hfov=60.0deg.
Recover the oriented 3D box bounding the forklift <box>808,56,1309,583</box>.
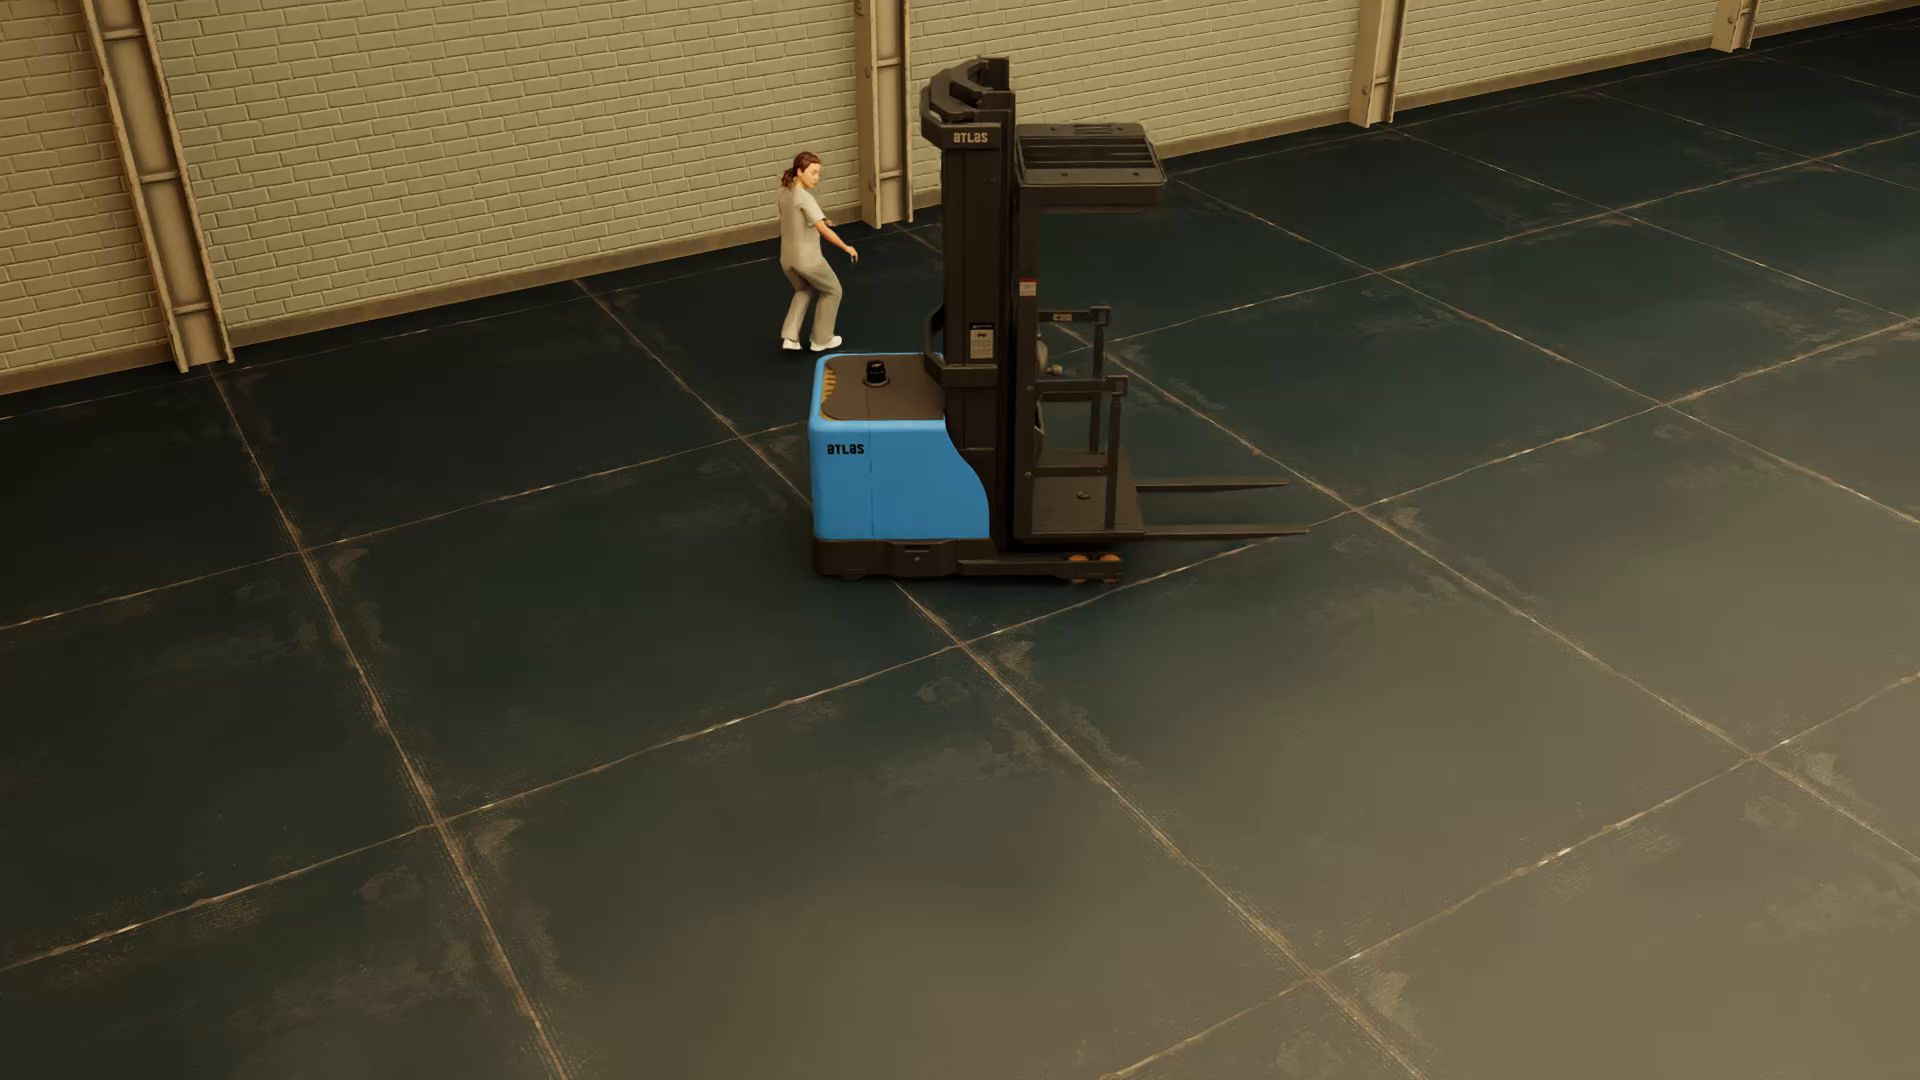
[{"bbox_3d":[0.613,-1.271,9.769,3.031,2.935,1.130,-1,31,-1],"label":"forklift"}]

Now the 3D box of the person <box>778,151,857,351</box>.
[{"bbox_3d":[-1.074,-2.160,12.583,0.718,1.567,0.698,25,39,35],"label":"person"}]
